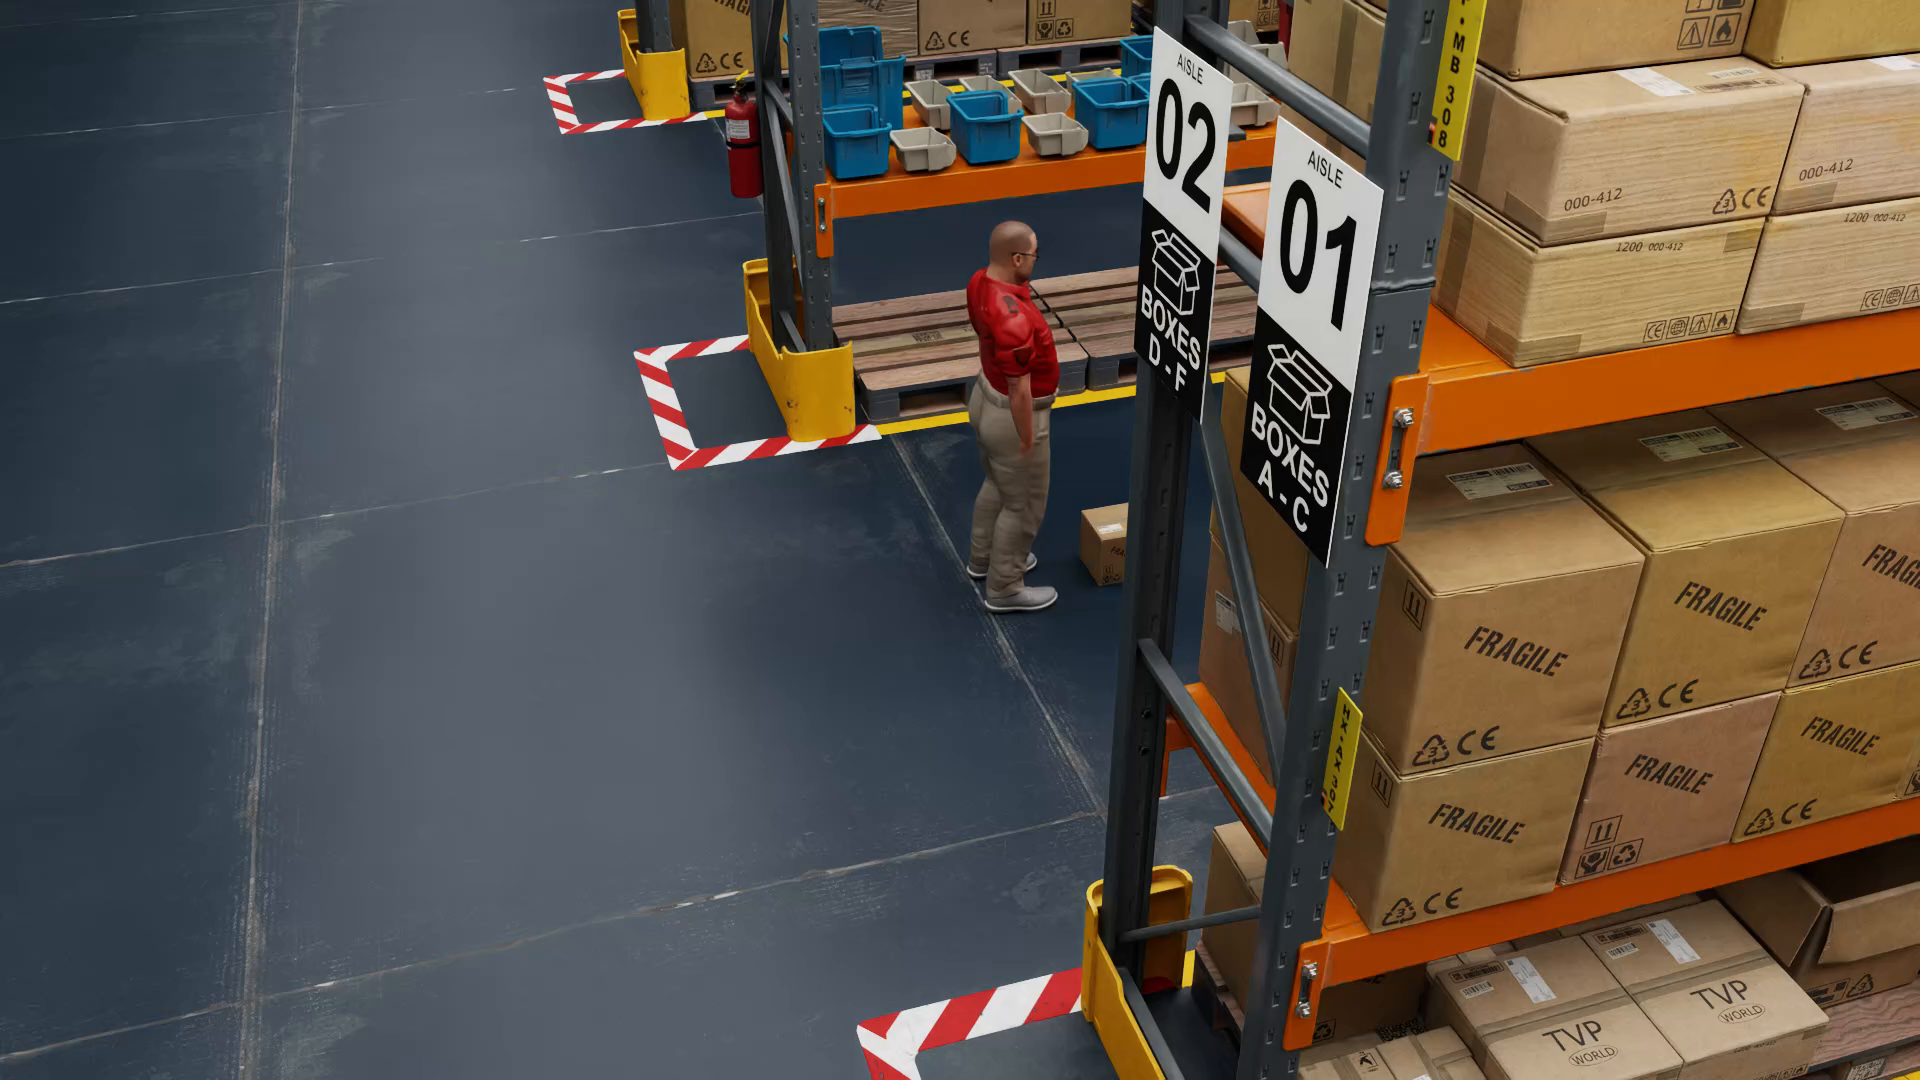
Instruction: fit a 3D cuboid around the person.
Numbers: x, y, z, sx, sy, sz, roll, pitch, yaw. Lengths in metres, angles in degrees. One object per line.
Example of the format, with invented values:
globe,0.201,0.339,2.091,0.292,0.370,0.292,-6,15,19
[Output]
person,0.225,-0.521,6.949,0.359,1.722,0.529,-9,35,-13
